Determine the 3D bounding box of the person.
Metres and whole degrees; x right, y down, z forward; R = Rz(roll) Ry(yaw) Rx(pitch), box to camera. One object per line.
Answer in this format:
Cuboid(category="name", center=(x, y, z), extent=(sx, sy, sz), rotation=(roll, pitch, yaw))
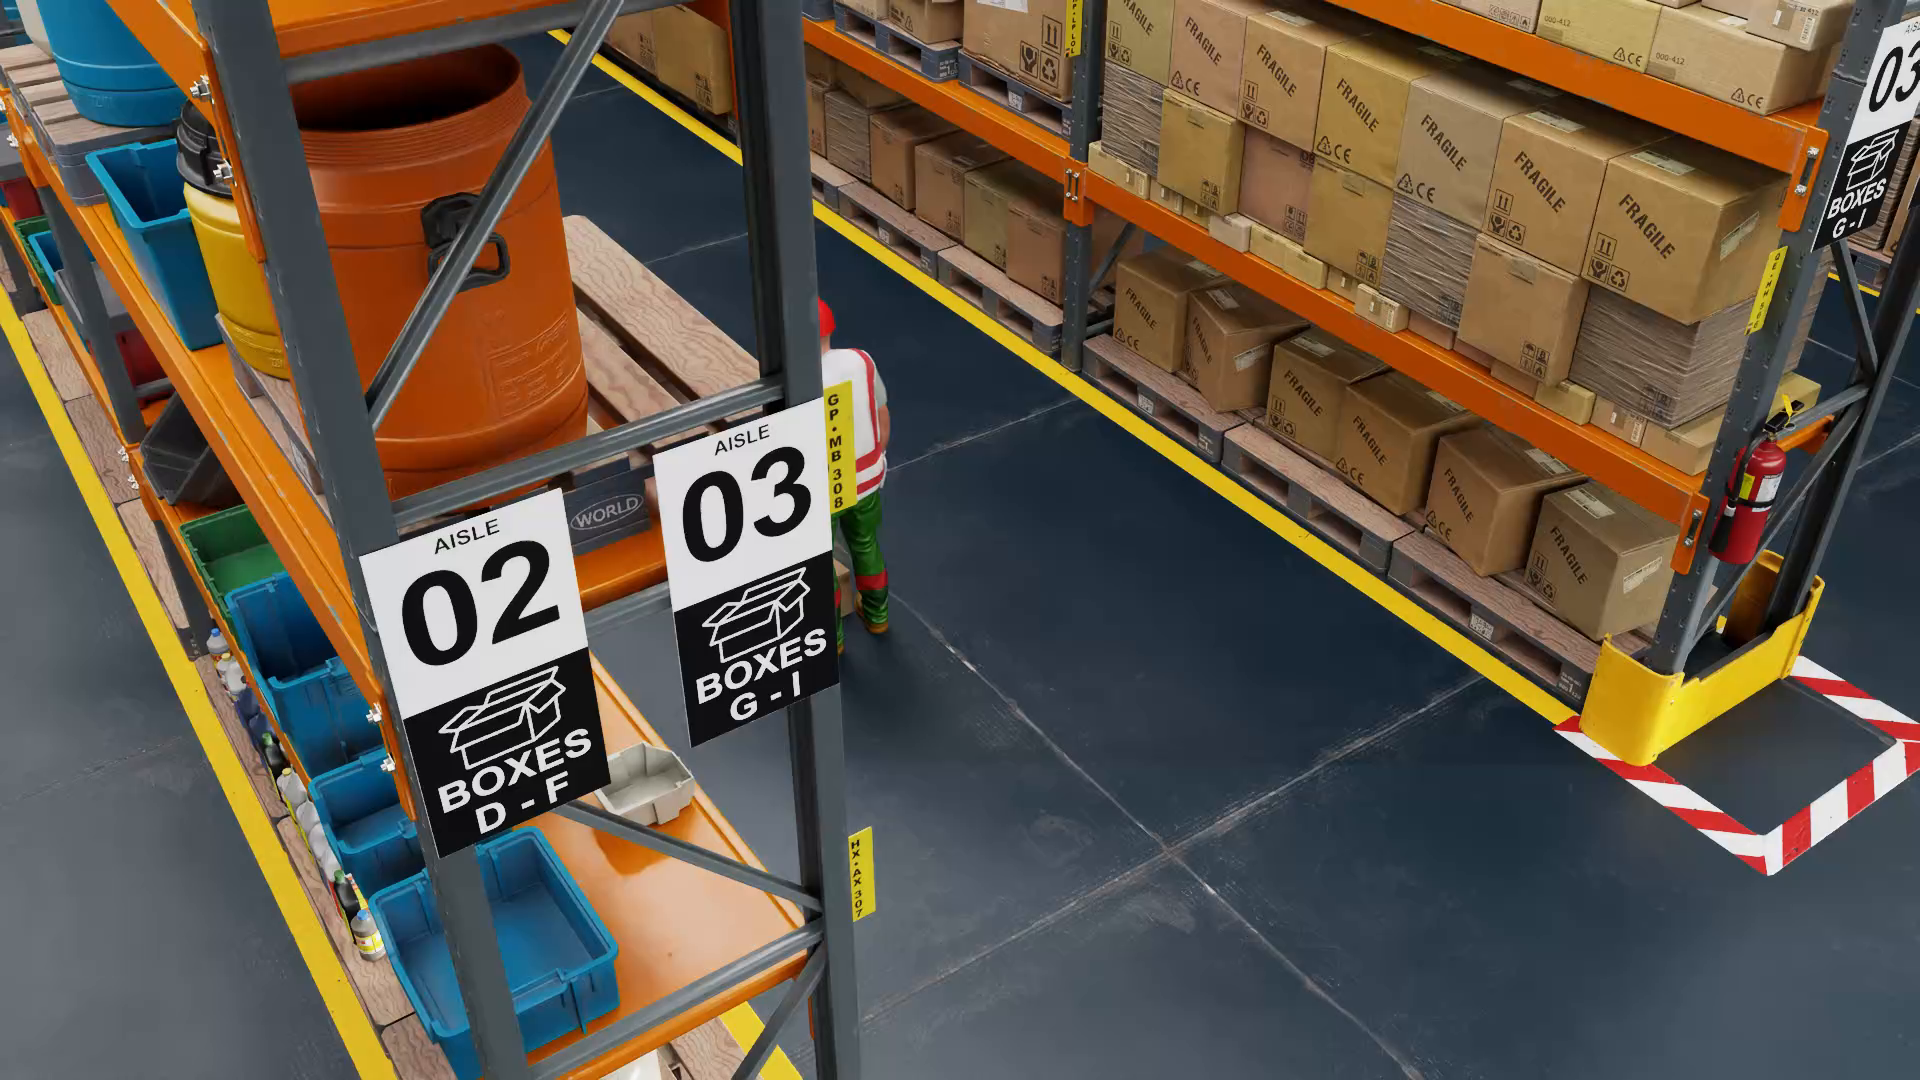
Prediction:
Cuboid(category="person", center=(-0.570, -0.268, 7.360), extent=(0.612, 1.778, 0.451), rotation=(-25, 43, -30))
